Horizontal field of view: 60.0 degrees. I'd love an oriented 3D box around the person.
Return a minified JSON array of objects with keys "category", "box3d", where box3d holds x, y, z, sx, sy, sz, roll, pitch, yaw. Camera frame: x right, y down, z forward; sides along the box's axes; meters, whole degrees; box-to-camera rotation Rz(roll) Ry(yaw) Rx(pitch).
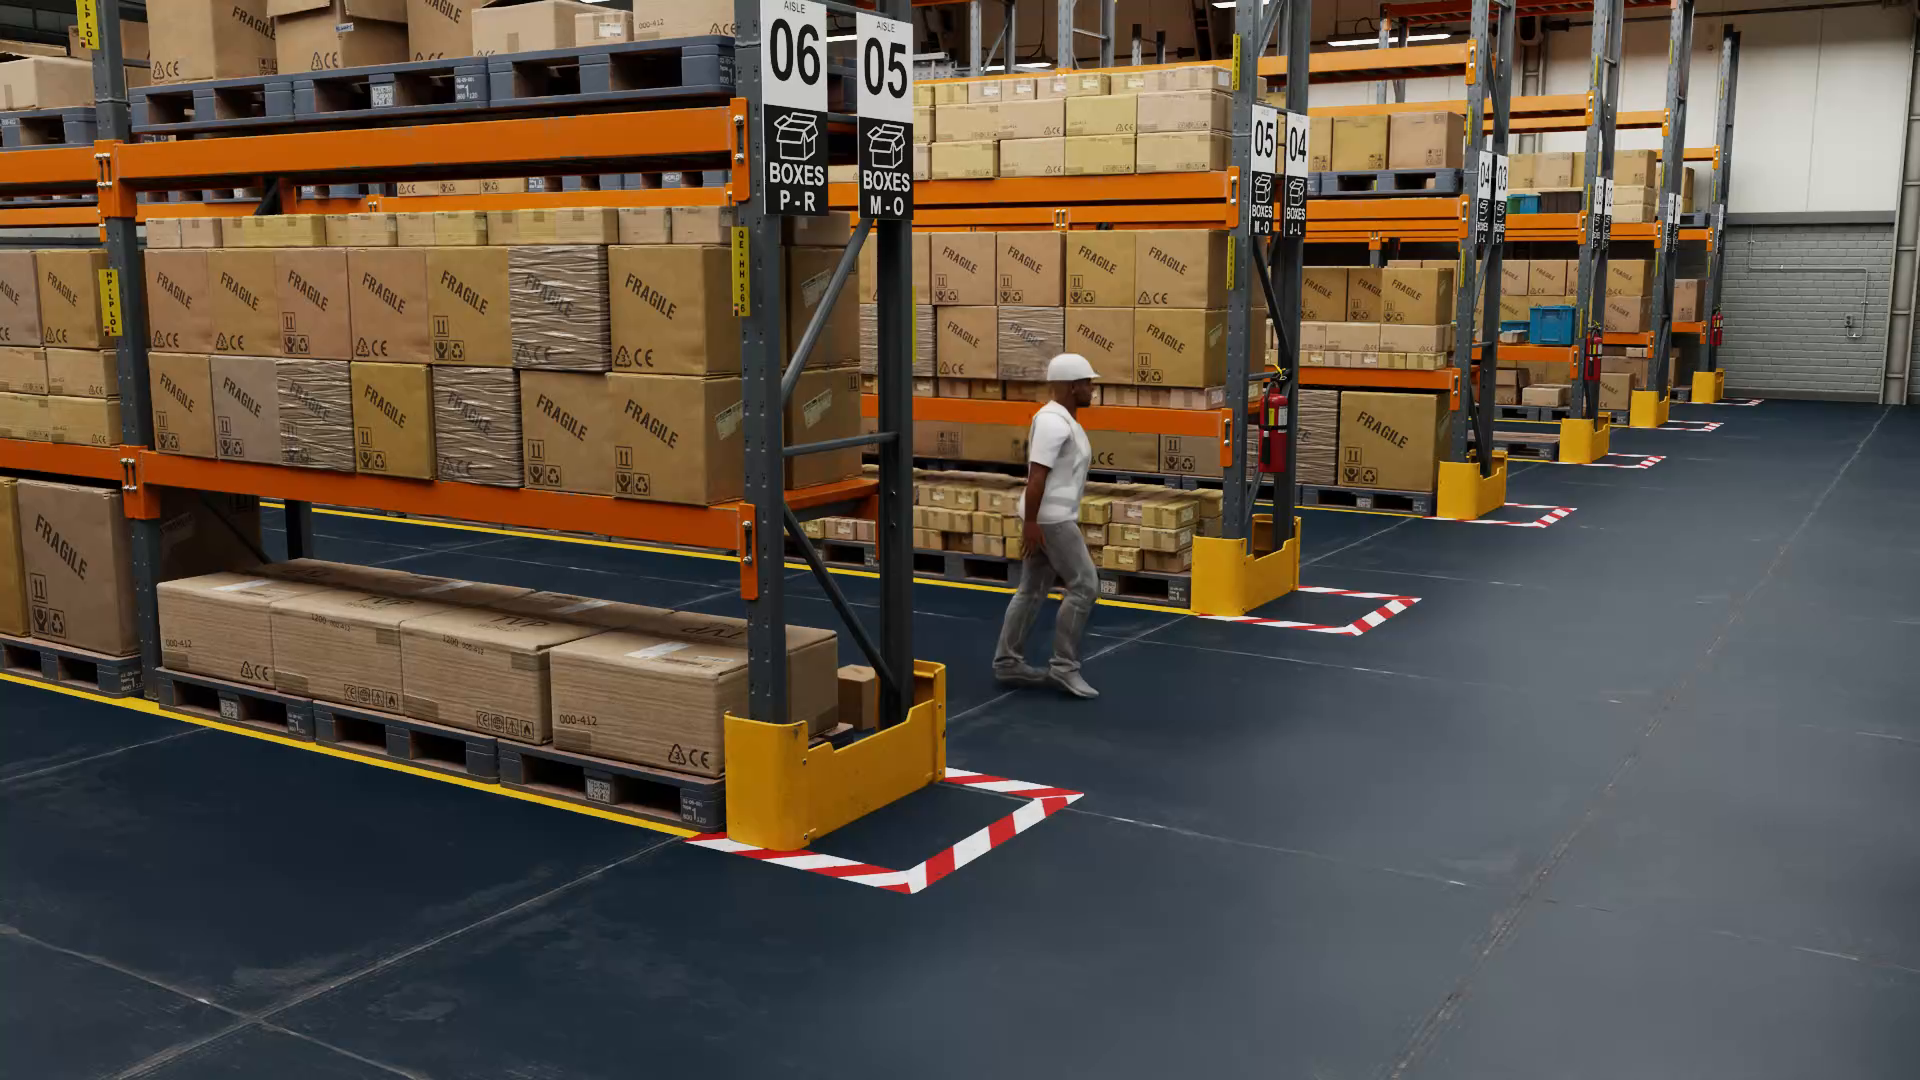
[{"category":"person","box3d":[0.455,-0.080,8.747,0.570,1.784,0.602,0,9,0]}]
